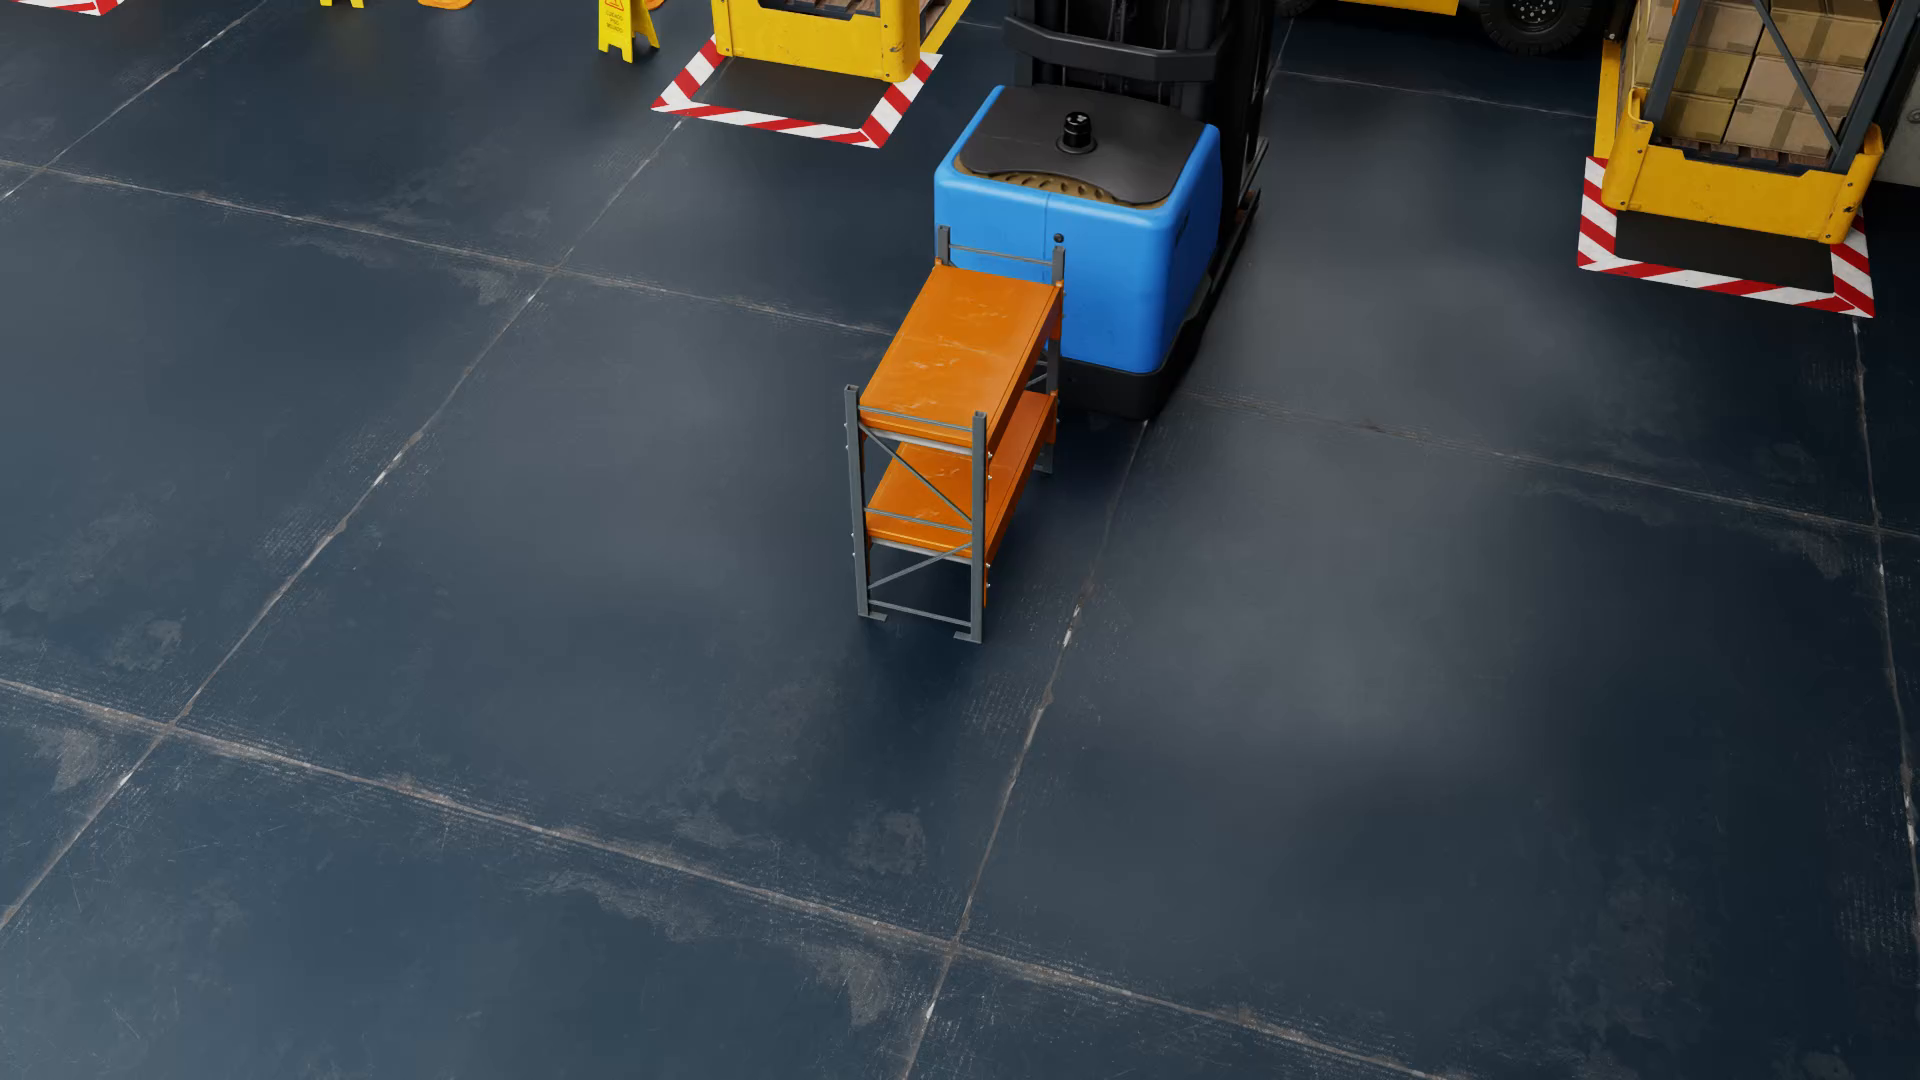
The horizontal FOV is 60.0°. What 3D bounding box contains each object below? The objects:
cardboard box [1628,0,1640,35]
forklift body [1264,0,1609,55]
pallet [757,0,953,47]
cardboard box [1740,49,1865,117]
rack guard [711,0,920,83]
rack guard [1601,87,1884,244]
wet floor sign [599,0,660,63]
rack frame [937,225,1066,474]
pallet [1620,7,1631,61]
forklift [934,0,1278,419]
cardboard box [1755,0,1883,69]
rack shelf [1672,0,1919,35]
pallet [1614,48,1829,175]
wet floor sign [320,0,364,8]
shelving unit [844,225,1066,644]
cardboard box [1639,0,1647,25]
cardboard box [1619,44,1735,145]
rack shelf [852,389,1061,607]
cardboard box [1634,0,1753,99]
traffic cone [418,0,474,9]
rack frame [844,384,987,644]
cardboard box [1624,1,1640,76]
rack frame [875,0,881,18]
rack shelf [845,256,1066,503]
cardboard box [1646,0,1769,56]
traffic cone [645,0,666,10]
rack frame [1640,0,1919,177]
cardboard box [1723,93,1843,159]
[{"bbox_3d":[4.048,-2.989,9.326,0.500,0.250,0.500,13,46,13],"label":"cardboard box"},{"bbox_3d":[2.723,-4.128,9.430,2.313,2.155,1.214,13,46,13],"label":"forklift body"},{"bbox_3d":[-0.541,-3.417,10.091,1.003,0.211,1.213,13,46,13],"label":"pallet"},{"bbox_3d":[4.228,-2.396,8.362,0.500,0.250,0.500,13,46,13],"label":"cardboard box"},{"bbox_3d":[-0.821,-2.987,9.445,1.175,0.500,0.348,13,46,13],"label":"rack guard"},{"bbox_3d":[3.880,-1.871,8.305,1.175,0.500,0.348,13,46,13],"label":"rack guard"},{"bbox_3d":[-1.921,-3.088,9.444,0.267,0.644,0.232,28,51,26],"label":"wet floor sign"},{"bbox_3d":[0.156,-0.745,6.707,0.500,1.125,0.032,13,46,13],"label":"rack frame"},{"bbox_3d":[4.451,-3.113,9.780,1.003,0.211,1.213,13,46,13],"label":"pallet"},{"bbox_3d":[0.870,-2.616,7.328,1.130,2.935,3.031,15,46,14],"label":"forklift"},{"bbox_3d":[4.213,-2.586,8.198,0.500,0.250,0.500,12,46,12],"label":"cardboard box"},{"bbox_3d":[4.493,-3.857,9.061,1.077,0.370,4.000,13,46,13],"label":"rack shelf"},{"bbox_3d":[4.079,-2.303,8.952,1.003,0.211,1.213,13,46,13],"label":"pallet"},{"bbox_3d":[-3.714,-3.530,9.896,0.267,0.644,0.232,5,45,5],"label":"wet floor sign"},{"bbox_3d":[0.002,-0.407,6.361,0.538,1.125,1.048,13,46,13],"label":"shelving unit"},{"bbox_3d":[3.899,-2.849,8.825,0.500,0.250,0.500,12,46,12],"label":"cardboard box"},{"bbox_3d":[3.729,-2.328,8.650,0.500,0.250,0.500,13,46,13],"label":"cardboard box"},{"bbox_3d":[0.002,-0.232,6.532,0.538,0.278,1.000,13,46,13],"label":"rack shelf"},{"bbox_3d":[3.737,-2.517,8.486,0.500,0.250,0.500,12,46,12],"label":"cardboard box"},{"bbox_3d":[-3.104,-3.491,9.987,0.336,0.463,0.334,13,46,13],"label":"traffic cone"},{"bbox_3d":[-0.152,-0.068,6.015,0.500,1.125,0.032,13,46,13],"label":"rack frame"},{"bbox_3d":[3.888,-2.658,8.987,0.500,0.250,0.500,13,46,12],"label":"cardboard box"},{"bbox_3d":[-0.844,-3.829,8.519,1.000,3.000,0.127,13,46,13],"label":"rack frame"},{"bbox_3d":[0.002,-0.616,6.156,0.538,0.278,1.000,13,46,13],"label":"rack shelf"},{"bbox_3d":[3.730,-2.678,8.293,0.500,0.250,0.500,14,46,14],"label":"cardboard box"},{"bbox_3d":[-1.943,-3.483,9.978,0.336,0.463,0.334,13,46,13],"label":"traffic cone"},{"bbox_3d":[3.888,-2.781,7.447,1.000,3.000,0.127,13,46,13],"label":"rack frame"},{"bbox_3d":[4.223,-2.234,8.554,0.500,0.250,0.500,13,46,13],"label":"cardboard box"}]
